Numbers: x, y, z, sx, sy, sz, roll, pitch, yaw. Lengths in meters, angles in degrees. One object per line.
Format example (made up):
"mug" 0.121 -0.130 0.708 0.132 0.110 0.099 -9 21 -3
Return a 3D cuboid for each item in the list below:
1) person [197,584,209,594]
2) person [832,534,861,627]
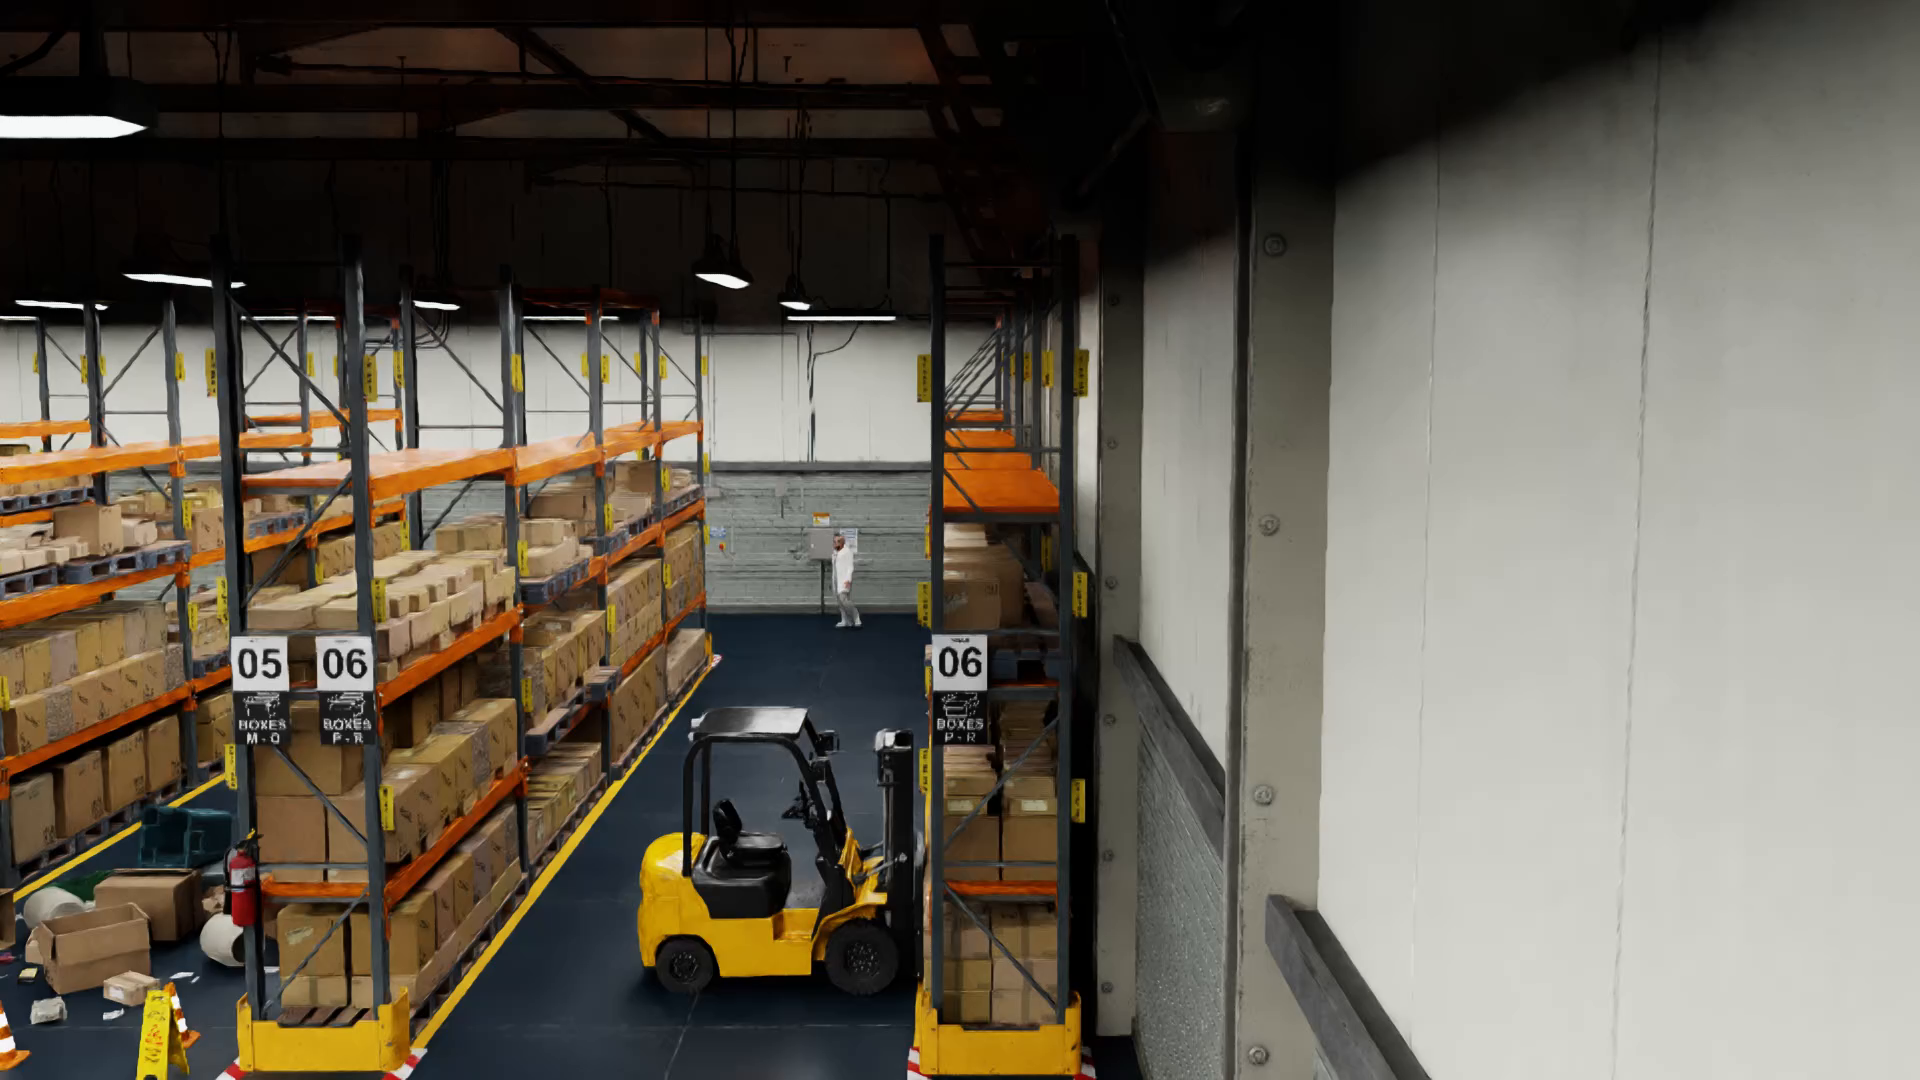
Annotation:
"person" -11.910 1.467 26.279 0.447 1.574 1.088 0 6 2
"person" -2.191 0.777 31.666 0.531 1.771 0.737 -5 8 -37
